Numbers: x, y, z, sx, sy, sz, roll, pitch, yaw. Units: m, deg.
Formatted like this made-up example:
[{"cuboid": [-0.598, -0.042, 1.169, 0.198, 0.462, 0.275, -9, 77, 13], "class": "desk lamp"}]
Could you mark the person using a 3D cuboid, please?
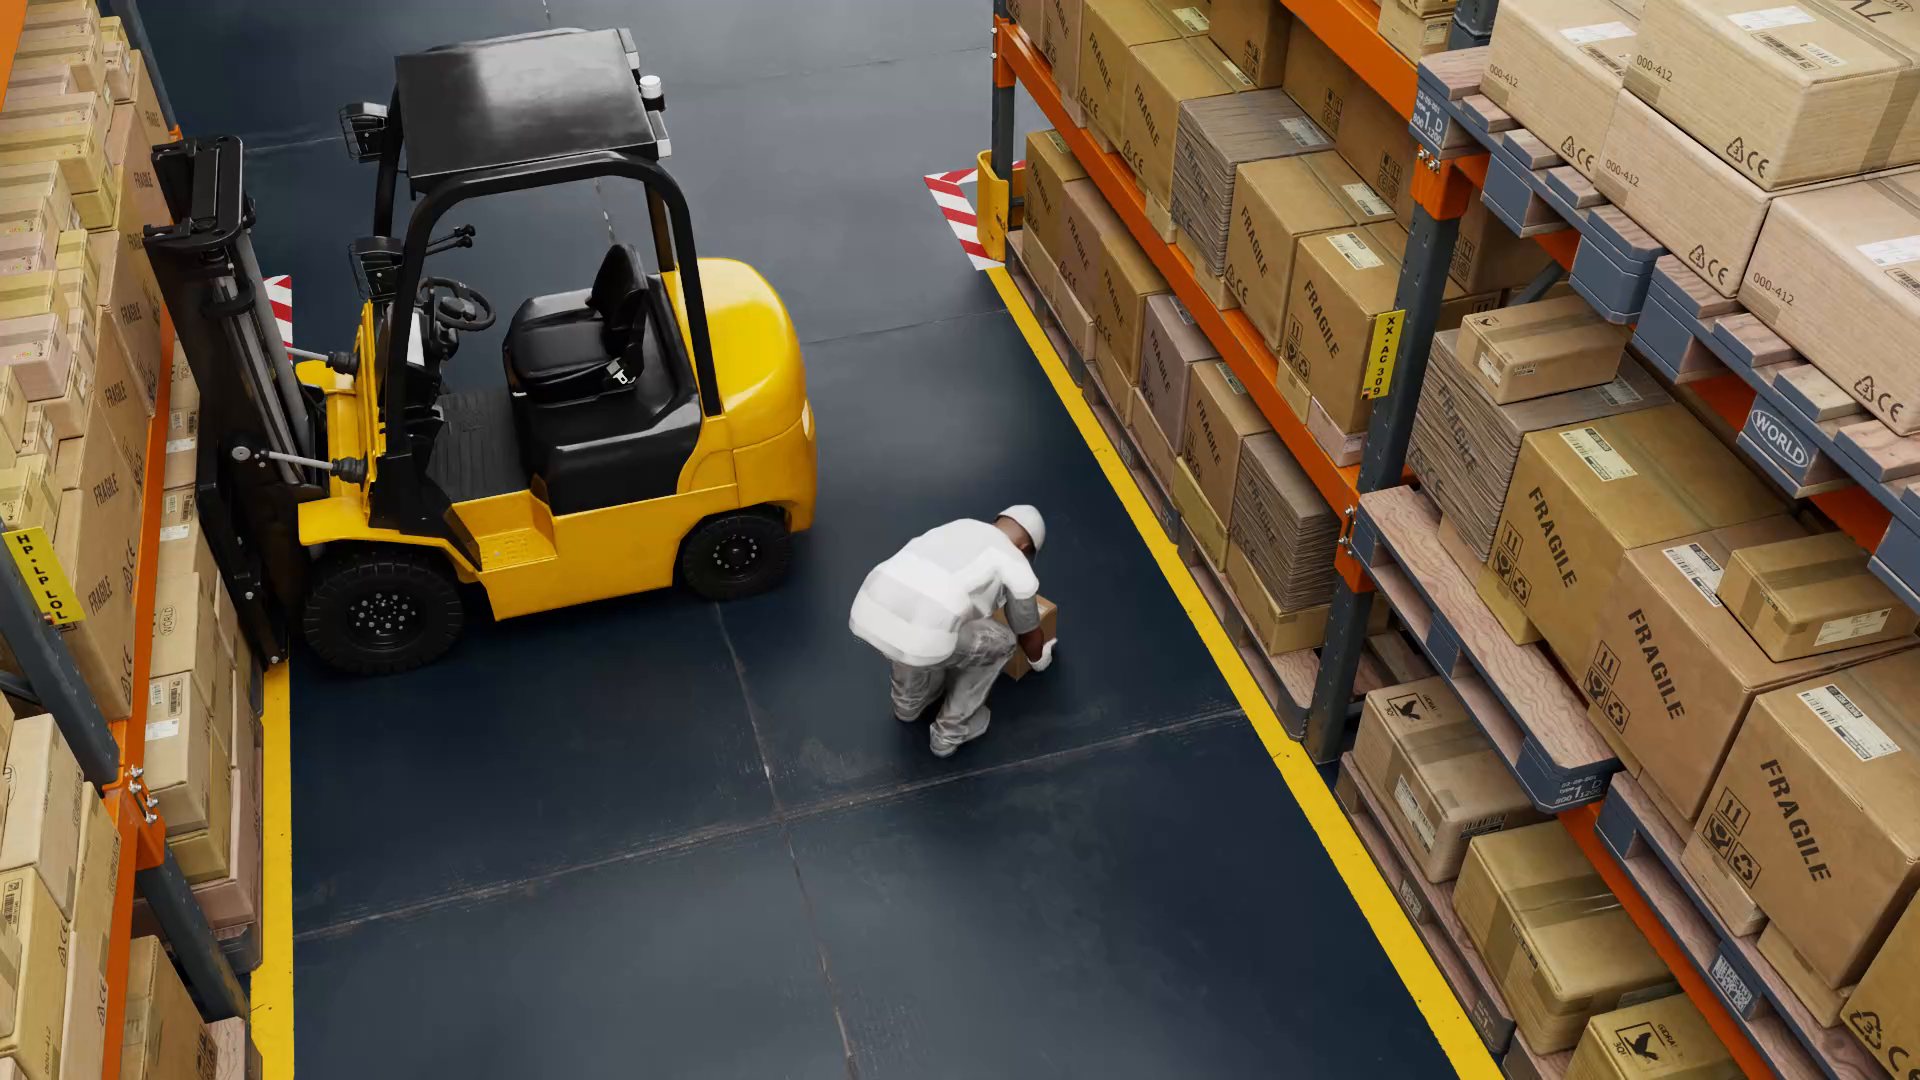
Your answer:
[{"cuboid": [-0.005, 0.308, 6.481, 0.531, 0.906, 0.988, 28, 49, 28], "class": "person"}]
